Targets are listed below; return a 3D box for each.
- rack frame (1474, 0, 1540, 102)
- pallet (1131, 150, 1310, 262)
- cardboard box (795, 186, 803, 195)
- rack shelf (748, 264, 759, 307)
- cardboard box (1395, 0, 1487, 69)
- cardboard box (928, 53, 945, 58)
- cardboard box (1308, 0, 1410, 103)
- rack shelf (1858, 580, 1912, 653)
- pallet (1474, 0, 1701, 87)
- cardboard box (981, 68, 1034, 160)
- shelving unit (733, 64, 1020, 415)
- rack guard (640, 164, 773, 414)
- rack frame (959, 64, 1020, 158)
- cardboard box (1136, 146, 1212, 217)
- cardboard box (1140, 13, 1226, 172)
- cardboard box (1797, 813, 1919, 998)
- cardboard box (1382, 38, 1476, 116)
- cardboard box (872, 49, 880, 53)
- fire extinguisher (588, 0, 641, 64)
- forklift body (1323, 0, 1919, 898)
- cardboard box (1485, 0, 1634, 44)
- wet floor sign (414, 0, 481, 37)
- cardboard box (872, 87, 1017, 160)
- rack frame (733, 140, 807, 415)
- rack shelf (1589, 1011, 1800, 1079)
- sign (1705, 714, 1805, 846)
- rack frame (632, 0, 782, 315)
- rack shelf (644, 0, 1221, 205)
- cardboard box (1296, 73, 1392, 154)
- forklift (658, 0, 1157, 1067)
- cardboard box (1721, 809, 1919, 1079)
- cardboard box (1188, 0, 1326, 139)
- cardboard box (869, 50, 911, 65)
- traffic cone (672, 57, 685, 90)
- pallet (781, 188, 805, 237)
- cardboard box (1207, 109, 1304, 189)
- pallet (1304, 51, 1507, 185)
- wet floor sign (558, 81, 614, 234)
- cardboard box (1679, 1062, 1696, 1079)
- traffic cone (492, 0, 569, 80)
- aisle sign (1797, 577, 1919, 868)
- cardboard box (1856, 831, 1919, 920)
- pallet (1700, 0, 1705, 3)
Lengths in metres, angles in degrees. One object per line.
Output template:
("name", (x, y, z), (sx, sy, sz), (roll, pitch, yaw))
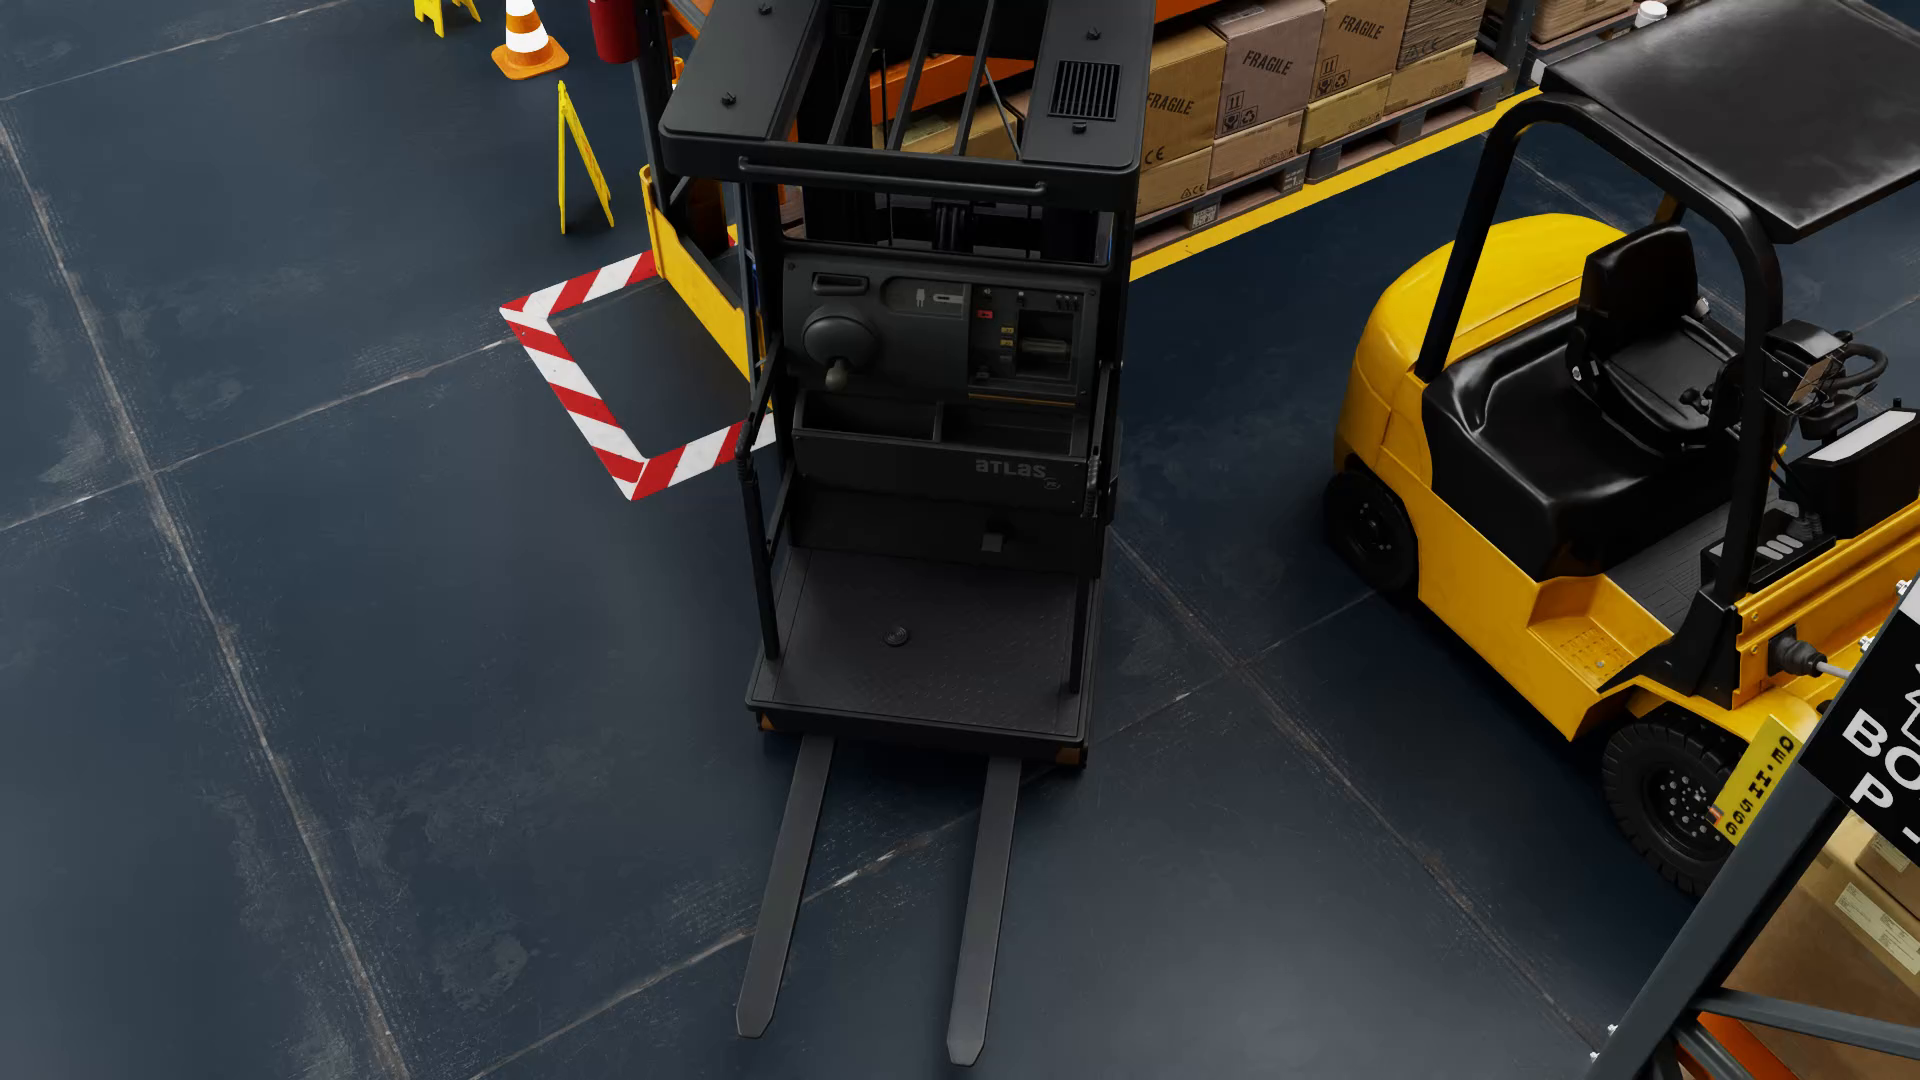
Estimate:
("rack frame", (2.412, -3.481, 7.341), (0.127, 3.000, 1.000), (-25, 53, -21))
("pallet", (0.830, -1.774, 7.689), (1.213, 0.211, 1.003), (-25, 53, -21))
("cardboard box", (-0.411, -1.614, 7.238), (0.500, 0.250, 0.500), (-25, 53, -21))
("rack shelf", (-0.251, -1.024, 6.323), (1.000, 0.185, 0.538), (-29, 55, -25))
("cardboard box", (2.055, -2.550, 7.570), (0.500, 0.500, 0.500), (-26, 53, -21))
("cardboard box", (-0.100, -1.972, 6.166), (0.250, 0.149, 0.380), (-27, 54, -22))
("cardboard box", (1.626, -2.346, 7.389), (0.500, 0.500, 0.500), (-24, 53, -20))
("rack shelf", (3.372, -0.308, 2.989), (4.000, 0.370, 1.077), (-25, 53, -21))
("pallet", (3.070, -2.864, 8.660), (1.213, 0.211, 1.003), (-25, 53, -21))
("cardboard box", (0.319, -1.729, 6.839), (0.500, 0.500, 0.500), (-27, 54, -22))
("shelving unit", (-0.246, -1.146, 6.190), (1.048, 1.500, 0.538), (-29, 55, -25))
("rack guard", (-0.907, -1.086, 6.882), (0.348, 0.500, 1.175), (-25, 53, -21))
("rack frame", (0.156, -1.367, 6.409), (0.032, 1.500, 0.500), (-29, 55, -25))
("cardboard box", (0.749, -1.683, 7.300), (0.500, 0.250, 0.500), (-22, 52, -18))
("cardboard box", (0.747, -1.924, 7.012), (0.500, 0.500, 0.500), (-24, 53, -20))
("cardboard box", (1.824, 0.683, 3.132), (0.250, 0.149, 0.380), (-24, 53, -20))
("cardboard box", (2.055, -2.300, 7.850), (0.500, 0.250, 0.500), (-23, 52, -19))
("cardboard box", (-0.422, -2.032, 5.785), (0.500, 0.500, 0.500), (-26, 53, -21))
("fire extinguisher", (-1.314, -2.106, 6.169), (0.183, 0.674, 0.296), (-25, 53, -21))
("forklift body", (2.311, -0.379, 5.147), (1.214, 2.155, 2.313), (-25, 53, -21))
("cardboard box", (2.854, -2.957, 8.353), (0.625, 0.372, 0.950), (-25, 53, -20))
("wet floor sign", (-2.666, -2.928, 8.425), (0.232, 0.644, 0.267), (-34, 57, -27))
("cardboard box", (-0.121, -1.518, 6.651), (0.500, 0.500, 0.500), (-27, 54, -22))
("rack frame", (-0.648, -0.925, 5.972), (0.032, 1.500, 0.500), (-29, 55, -25))
("rack shelf", (3.372, 0.689, 4.109), (4.000, 0.370, 1.077), (-25, 53, -21))
("sign", (1.403, 0.435, 2.920), (0.005, 0.325, 0.100), (-25, 53, -21))
("rack frame", (-0.971, -1.887, 5.922), (0.127, 3.000, 1.000), (-25, 53, -21))
("rack shelf", (0.721, -2.444, 6.900), (4.000, 0.370, 1.077), (-25, 53, -21))
("cardboard box", (1.610, -2.082, 7.656), (0.500, 0.250, 0.500), (-27, 53, -22))
("forklift", (-0.087, -0.510, 4.741), (1.130, 2.935, 3.031), (6, 49, 5))
("cardboard box", (1.957, 0.852, 3.416), (0.500, 0.500, 0.500), (-26, 53, -22))
("cardboard box", (1.195, -2.142, 7.207), (0.500, 0.500, 0.500), (-23, 52, -19))
("cardboard box", (-0.367, -1.917, 6.117), (0.250, 0.149, 0.380), (-24, 53, -20))
("traffic cone", (-1.296, -2.029, 7.747), (0.334, 0.463, 0.336), (-25, 53, -21))
("pallet", (-0.201, -1.291, 7.258), (1.213, 0.211, 1.003), (-25, 53, -21))
("cardboard box", (1.178, -1.882, 7.478), (0.500, 0.250, 0.500), (-24, 53, -20))
("pallet", (1.863, -2.263, 8.124), (1.213, 0.211, 1.003), (-25, 53, -21))
("wet floor sign", (-1.703, -1.704, 7.335), (0.232, 0.644, 0.267), (-9, 49, -8))
("cardboard box", (1.904, 1.309, 3.966), (0.500, 0.250, 0.500), (-24, 52, -20))
("traffic cone", (-2.175, -2.595, 8.251), (0.334, 0.463, 0.336), (-25, 53, -21))
("aisle sign", (1.468, 0.223, 2.302), (0.004, 0.787, 0.394), (-25, 53, -21))
("cardboard box", (1.871, 0.623, 2.986), (0.250, 0.149, 0.380), (-25, 53, -21))
("pallet", (4.103, -3.354, 9.095), (1.213, 0.211, 1.003), (-25, 53, -21))
